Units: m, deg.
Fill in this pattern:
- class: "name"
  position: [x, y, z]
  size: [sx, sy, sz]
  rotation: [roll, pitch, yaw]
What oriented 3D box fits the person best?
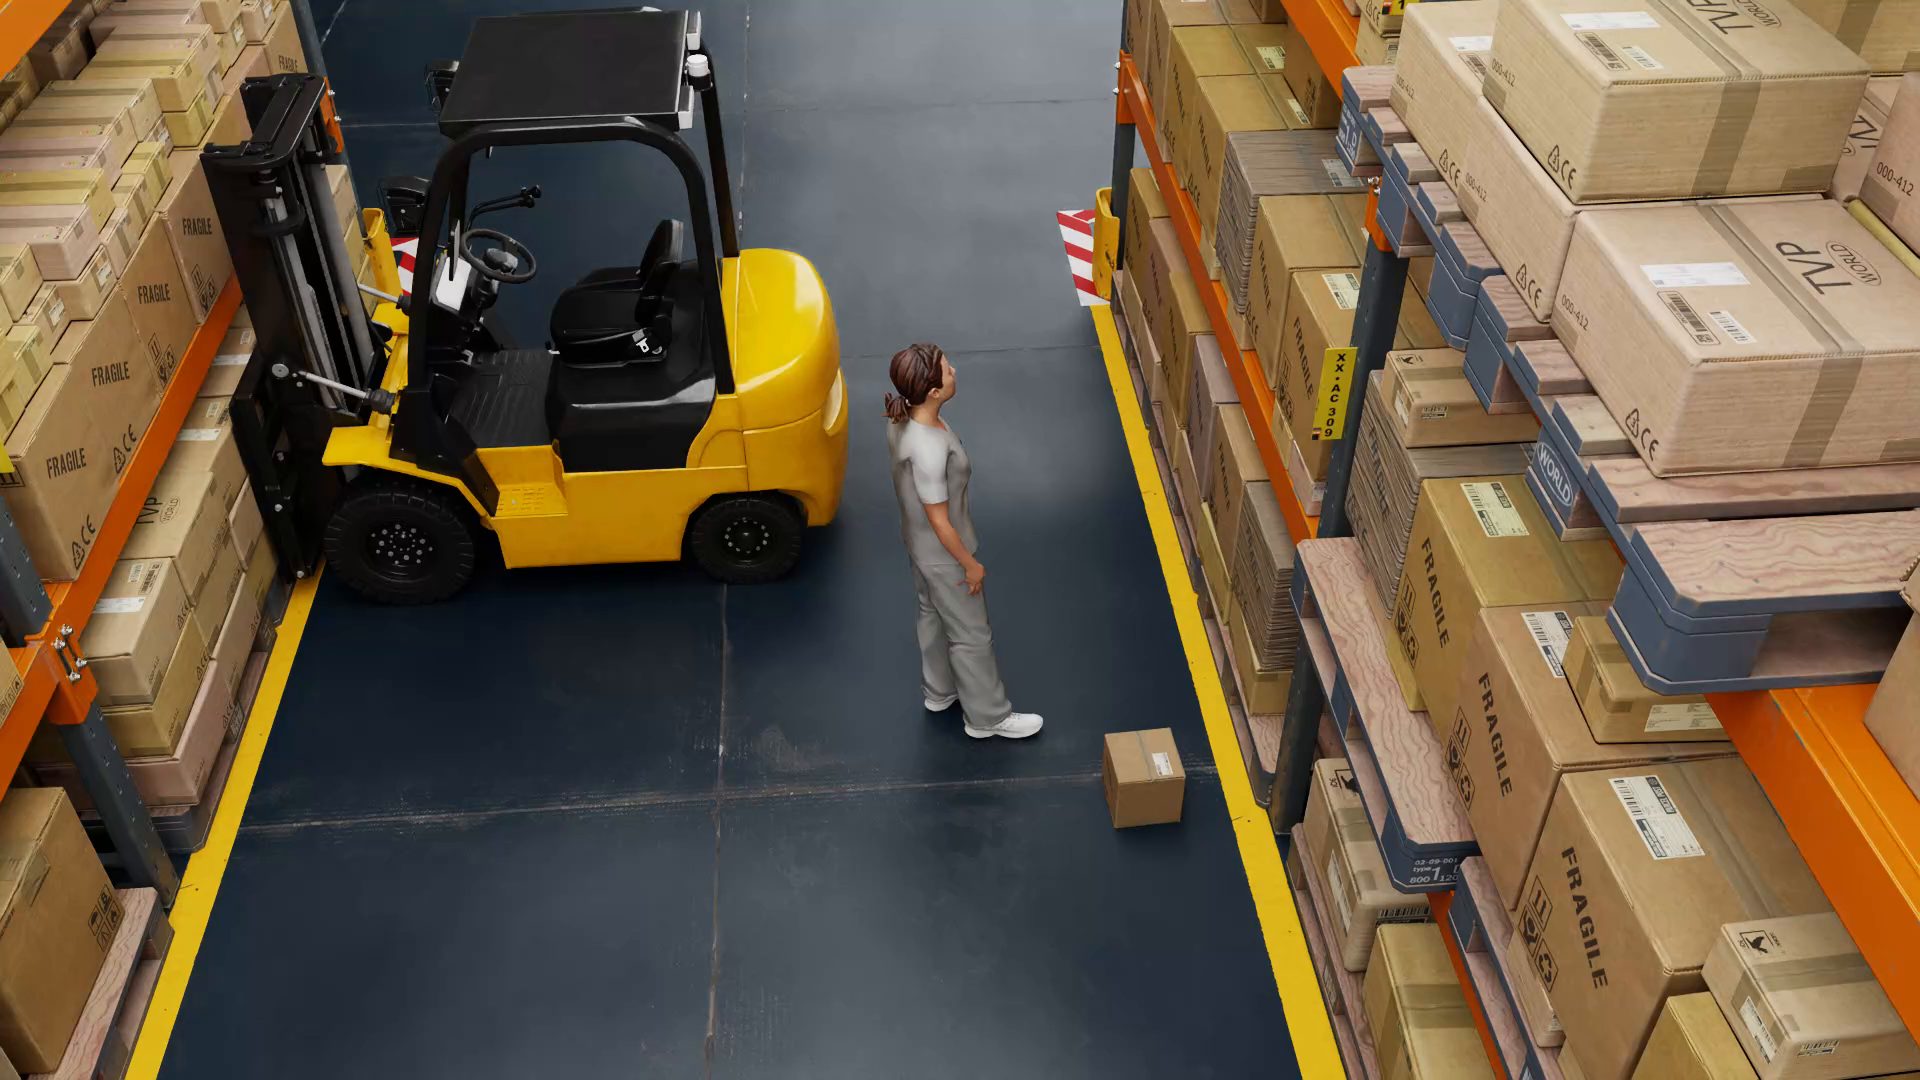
- class: "person"
  position: [-0.003, -0.002, 6.144]
  size: [0.548, 1.674, 0.550]
  rotation: [-11, 40, -13]
